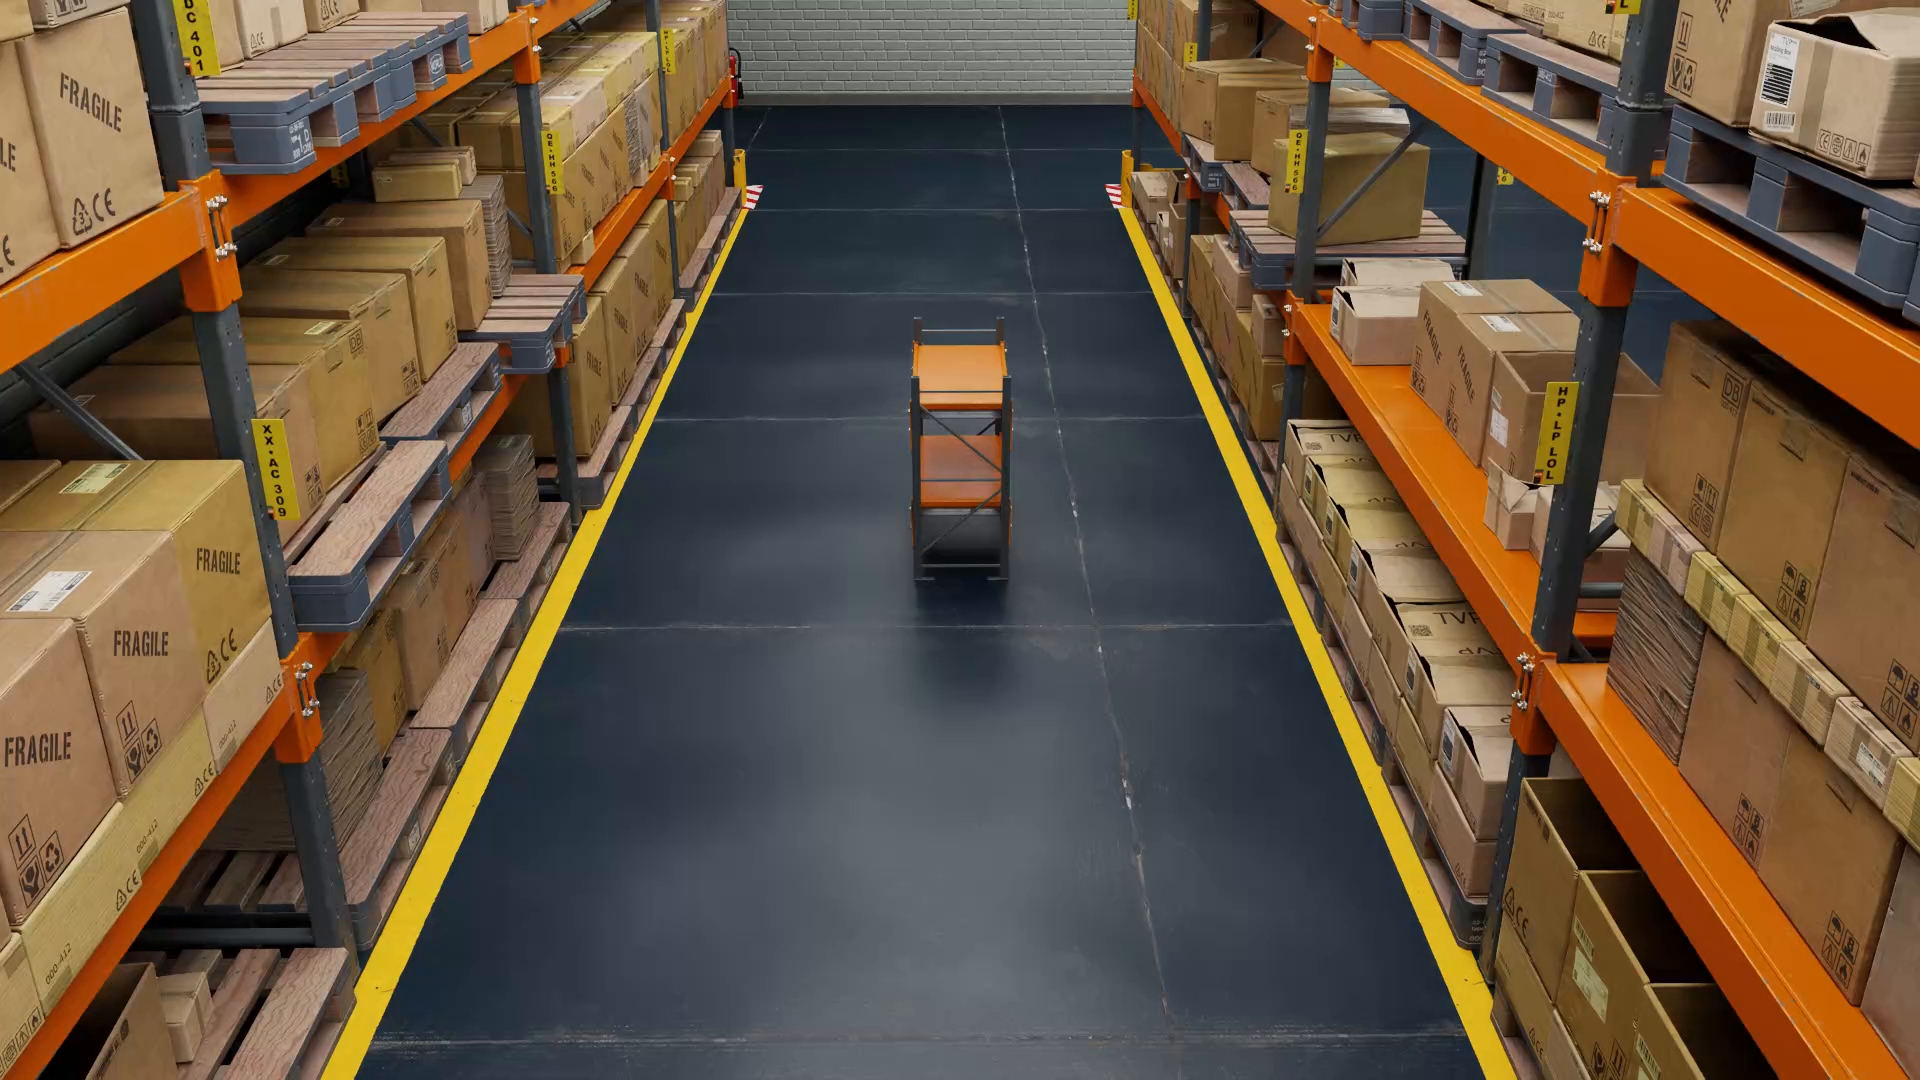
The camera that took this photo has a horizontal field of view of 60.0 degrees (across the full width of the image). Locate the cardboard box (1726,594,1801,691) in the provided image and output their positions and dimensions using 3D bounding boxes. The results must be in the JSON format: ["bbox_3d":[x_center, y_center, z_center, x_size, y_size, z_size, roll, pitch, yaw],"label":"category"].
[{"bbox_3d":[2.161,0.253,4.141,0.380,0.149,0.250,0,24,-1],"label":"cardboard box"}]

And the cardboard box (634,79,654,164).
[{"bbox_3d":[-2.428,-2.899,11.512,0.500,0.500,0.500,0,24,0],"label":"cardboard box"}]

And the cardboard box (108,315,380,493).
[{"bbox_3d":[-2.584,-0.497,6.054,0.700,0.500,0.500,2,24,5],"label":"cardboard box"}]

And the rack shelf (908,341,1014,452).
[{"bbox_3d":[0.000,-0.782,8.904,0.538,0.278,1.000,0,24,-1],"label":"rack shelf"}]

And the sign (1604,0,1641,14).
[{"bbox_3d":[1.797,-1.574,4.441,0.100,0.325,0.005,0,24,-1],"label":"sign"}]

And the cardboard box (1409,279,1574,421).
[{"bbox_3d":[2.331,-0.837,7.340,0.500,0.500,0.500,-2,24,-3],"label":"cardboard box"}]

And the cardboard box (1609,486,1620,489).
[{"bbox_3d":[2.535,-0.087,6.106,0.380,0.149,0.250,0,24,-1],"label":"cardboard box"}]

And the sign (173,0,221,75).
[{"bbox_3d":[-2.071,-1.419,4.480,0.100,0.325,0.005,0,24,-1],"label":"sign"}]

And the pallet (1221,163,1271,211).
[{"bbox_3d":[2.270,-2.197,10.701,1.003,0.211,1.213,0,24,-1],"label":"pallet"}]

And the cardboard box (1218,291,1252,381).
[{"bbox_3d":[2.034,-1.359,11.113,0.500,0.500,0.500,-1,24,-3],"label":"cardboard box"}]

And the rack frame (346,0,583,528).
[{"bbox_3d":[-2.657,-1.459,8.837,1.000,3.000,0.127,0,24,-1],"label":"rack frame"}]

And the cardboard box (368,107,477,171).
[{"bbox_3d":[-2.921,-2.177,9.007,0.500,0.250,0.500,0,24,1],"label":"cardboard box"}]

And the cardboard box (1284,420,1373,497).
[{"bbox_3d":[2.008,-0.460,8.774,0.500,0.311,0.500,1,24,1],"label":"cardboard box"}]

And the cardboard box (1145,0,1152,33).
[{"bbox_3d":[1.963,-4.881,15.068,0.500,0.500,0.500,0,24,0],"label":"cardboard box"}]

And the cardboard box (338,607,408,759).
[{"bbox_3d":[-2.694,0.611,6.758,0.700,0.500,0.500,-1,24,-2],"label":"cardboard box"}]

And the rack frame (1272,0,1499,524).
[{"bbox_3d":[2.296,-1.483,8.889,1.000,3.000,0.127,0,24,-1],"label":"rack frame"}]

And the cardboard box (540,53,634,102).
[{"bbox_3d":[-2.438,-3.027,10.887,0.500,0.250,0.500,0,24,0],"label":"cardboard box"}]

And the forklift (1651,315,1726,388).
[{"bbox_3d":[4.891,-1.574,9.173,1.130,2.935,3.031,1,24,2],"label":"forklift"}]

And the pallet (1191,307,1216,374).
[{"bbox_3d":[2.299,-1.526,12.368,1.003,0.211,1.213,0,24,-1],"label":"pallet"}]

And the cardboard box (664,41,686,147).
[{"bbox_3d":[-2.690,-3.468,12.914,0.980,0.700,0.700,0,24,0],"label":"cardboard box"}]

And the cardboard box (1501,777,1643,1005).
[{"bbox_3d":[2.032,1.077,5.145,0.500,0.500,0.500,0,24,-1],"label":"cardboard box"}]

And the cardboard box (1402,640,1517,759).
[{"bbox_3d":[2.037,0.591,6.450,0.500,0.311,0.500,0,24,1],"label":"cardboard box"}]

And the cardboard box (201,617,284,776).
[{"bbox_3d":[-2.305,0.442,4.791,0.500,0.250,0.500,0,24,0],"label":"cardboard box"}]

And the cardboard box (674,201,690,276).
[{"bbox_3d":[-2.607,-2.469,13.592,0.700,0.500,0.500,0,24,0],"label":"cardboard box"}]

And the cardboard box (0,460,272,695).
[{"bbox_3d":[-2.299,0.100,4.637,0.500,0.500,0.500,0,24,-1],"label":"cardboard box"}]

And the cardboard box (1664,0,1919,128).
[{"bbox_3d":[2.082,-1.294,4.029,0.500,0.500,0.500,2,24,4],"label":"cardboard box"}]

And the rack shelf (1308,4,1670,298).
[{"bbox_3d":[2.318,-1.698,6.597,1.077,0.370,4.000,0,24,-1],"label":"rack shelf"}]

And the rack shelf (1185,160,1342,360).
[{"bbox_3d":[2.274,-1.980,10.860,1.077,0.370,4.000,0,24,-1],"label":"rack shelf"}]

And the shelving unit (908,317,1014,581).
[{"bbox_3d":[0.000,-0.515,9.024,0.538,1.125,1.048,0,24,-1],"label":"shelving unit"}]

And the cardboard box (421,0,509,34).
[{"bbox_3d":[-2.379,-2.499,7.580,0.500,0.311,0.500,0,24,-1],"label":"cardboard box"}]

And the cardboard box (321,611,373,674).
[{"bbox_3d":[-2.646,0.301,6.534,0.500,0.250,0.500,-1,24,-2],"label":"cardboard box"}]

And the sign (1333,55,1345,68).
[{"bbox_3d":[2.807,-3.663,12.304,0.100,0.325,0.005,0,24,-1],"label":"sign"}]

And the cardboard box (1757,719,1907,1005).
[{"bbox_3d":[2.365,0.726,3.883,0.700,0.500,0.500,0,24,0],"label":"cardboard box"}]

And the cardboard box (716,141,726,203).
[{"bbox_3d":[-2.637,-3.520,15.917,0.700,0.500,0.500,0,24,-1],"label":"cardboard box"}]

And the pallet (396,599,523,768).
[{"bbox_3d":[-2.640,0.635,7.591,1.003,0.211,1.213,0,24,-1],"label":"pallet"}]

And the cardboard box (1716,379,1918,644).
[{"bbox_3d":[2.358,-0.081,4.093,0.700,0.500,0.500,0,24,-1],"label":"cardboard box"}]

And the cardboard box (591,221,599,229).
[{"bbox_3d":[-2.471,-2.021,10.359,0.380,0.149,0.250,0,24,0],"label":"cardboard box"}]

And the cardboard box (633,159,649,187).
[{"bbox_3d":[-2.368,-2.545,11.517,0.380,0.149,0.250,0,24,-1],"label":"cardboard box"}]

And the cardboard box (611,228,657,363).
[{"bbox_3d":[-2.551,-1.686,11.437,0.750,0.750,0.750,0,24,1],"label":"cardboard box"}]

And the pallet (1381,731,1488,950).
[{"bbox_3d":[2.293,1.132,6.491,1.003,0.211,1.213,0,24,-1],"label":"pallet"}]

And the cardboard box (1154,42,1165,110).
[{"bbox_3d":[1.967,-4.016,14.368,0.500,0.500,0.500,0,24,0],"label":"cardboard box"}]

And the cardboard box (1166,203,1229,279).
[{"bbox_3d":[1.963,-2.426,13.475,0.500,0.500,0.500,0,24,-1],"label":"cardboard box"}]

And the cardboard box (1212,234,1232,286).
[{"bbox_3d":[2.025,-1.922,11.450,0.500,0.250,0.500,0,24,0],"label":"cardboard box"}]

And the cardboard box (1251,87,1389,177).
[{"bbox_3d":[2.333,-2.641,10.818,0.700,0.500,0.500,-6,25,-14],"label":"cardboard box"}]

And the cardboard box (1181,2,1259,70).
[{"bbox_3d":[1.988,-3.840,12.765,0.500,0.500,0.500,0,24,0],"label":"cardboard box"}]

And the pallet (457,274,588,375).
[{"bbox_3d":[-2.543,-1.079,8.228,1.213,0.211,1.003,0,24,-1],"label":"pallet"}]

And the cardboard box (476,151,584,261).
[{"bbox_3d":[-2.407,-1.851,9.196,0.500,0.500,0.500,0,24,1],"label":"cardboard box"}]

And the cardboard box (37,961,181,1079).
[{"bbox_3d":[-2.562,1.555,4.672,0.500,0.500,0.500,-2,24,-5],"label":"cardboard box"}]

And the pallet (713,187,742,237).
[{"bbox_3d":[-2.658,-3.156,15.972,1.003,0.211,1.213,0,24,-1],"label":"pallet"}]

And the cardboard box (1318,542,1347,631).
[{"bbox_3d":[2.026,0.217,7.958,0.500,0.250,0.500,-1,24,-2],"label":"cardboard box"}]

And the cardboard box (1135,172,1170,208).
[{"bbox_3d":[1.937,-3.296,15.700,0.500,0.250,0.500,0,24,-1],"label":"cardboard box"}]

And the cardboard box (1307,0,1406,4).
[{"bbox_3d":[2.258,-3.075,8.648,0.910,0.500,0.500,0,24,-1],"label":"cardboard box"}]

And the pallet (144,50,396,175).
[{"bbox_3d":[-2.514,-1.347,5.177,1.213,0.211,1.003,0,24,-1],"label":"pallet"}]

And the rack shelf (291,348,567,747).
[{"bbox_3d":[-2.635,-0.308,7.163,1.077,0.370,4.000,0,24,-1],"label":"rack shelf"}]
